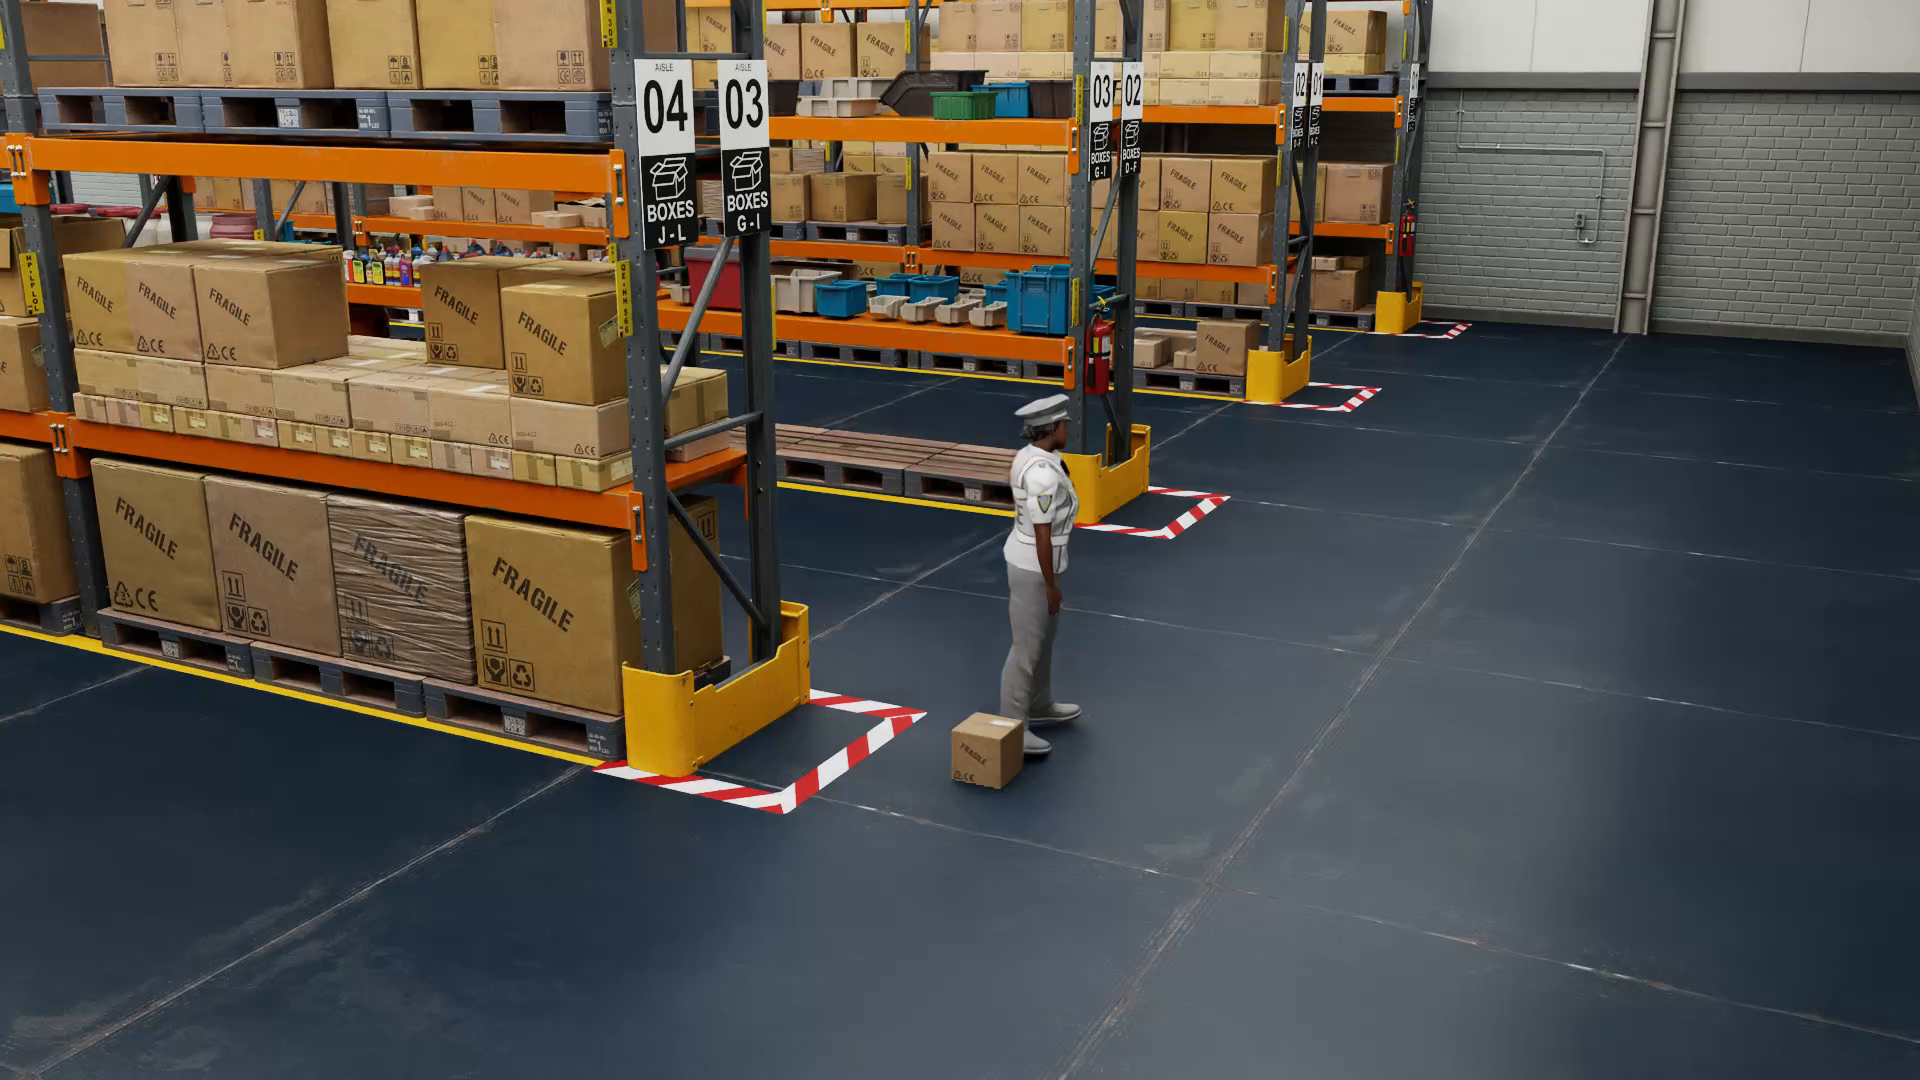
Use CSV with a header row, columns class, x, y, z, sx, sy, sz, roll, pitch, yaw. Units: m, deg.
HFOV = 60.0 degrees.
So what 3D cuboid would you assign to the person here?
class,x,y,z,sx,sy,sz,roll,pitch,yaw
person,0.392,0.145,7.909,0.429,1.677,0.537,0,16,-1
